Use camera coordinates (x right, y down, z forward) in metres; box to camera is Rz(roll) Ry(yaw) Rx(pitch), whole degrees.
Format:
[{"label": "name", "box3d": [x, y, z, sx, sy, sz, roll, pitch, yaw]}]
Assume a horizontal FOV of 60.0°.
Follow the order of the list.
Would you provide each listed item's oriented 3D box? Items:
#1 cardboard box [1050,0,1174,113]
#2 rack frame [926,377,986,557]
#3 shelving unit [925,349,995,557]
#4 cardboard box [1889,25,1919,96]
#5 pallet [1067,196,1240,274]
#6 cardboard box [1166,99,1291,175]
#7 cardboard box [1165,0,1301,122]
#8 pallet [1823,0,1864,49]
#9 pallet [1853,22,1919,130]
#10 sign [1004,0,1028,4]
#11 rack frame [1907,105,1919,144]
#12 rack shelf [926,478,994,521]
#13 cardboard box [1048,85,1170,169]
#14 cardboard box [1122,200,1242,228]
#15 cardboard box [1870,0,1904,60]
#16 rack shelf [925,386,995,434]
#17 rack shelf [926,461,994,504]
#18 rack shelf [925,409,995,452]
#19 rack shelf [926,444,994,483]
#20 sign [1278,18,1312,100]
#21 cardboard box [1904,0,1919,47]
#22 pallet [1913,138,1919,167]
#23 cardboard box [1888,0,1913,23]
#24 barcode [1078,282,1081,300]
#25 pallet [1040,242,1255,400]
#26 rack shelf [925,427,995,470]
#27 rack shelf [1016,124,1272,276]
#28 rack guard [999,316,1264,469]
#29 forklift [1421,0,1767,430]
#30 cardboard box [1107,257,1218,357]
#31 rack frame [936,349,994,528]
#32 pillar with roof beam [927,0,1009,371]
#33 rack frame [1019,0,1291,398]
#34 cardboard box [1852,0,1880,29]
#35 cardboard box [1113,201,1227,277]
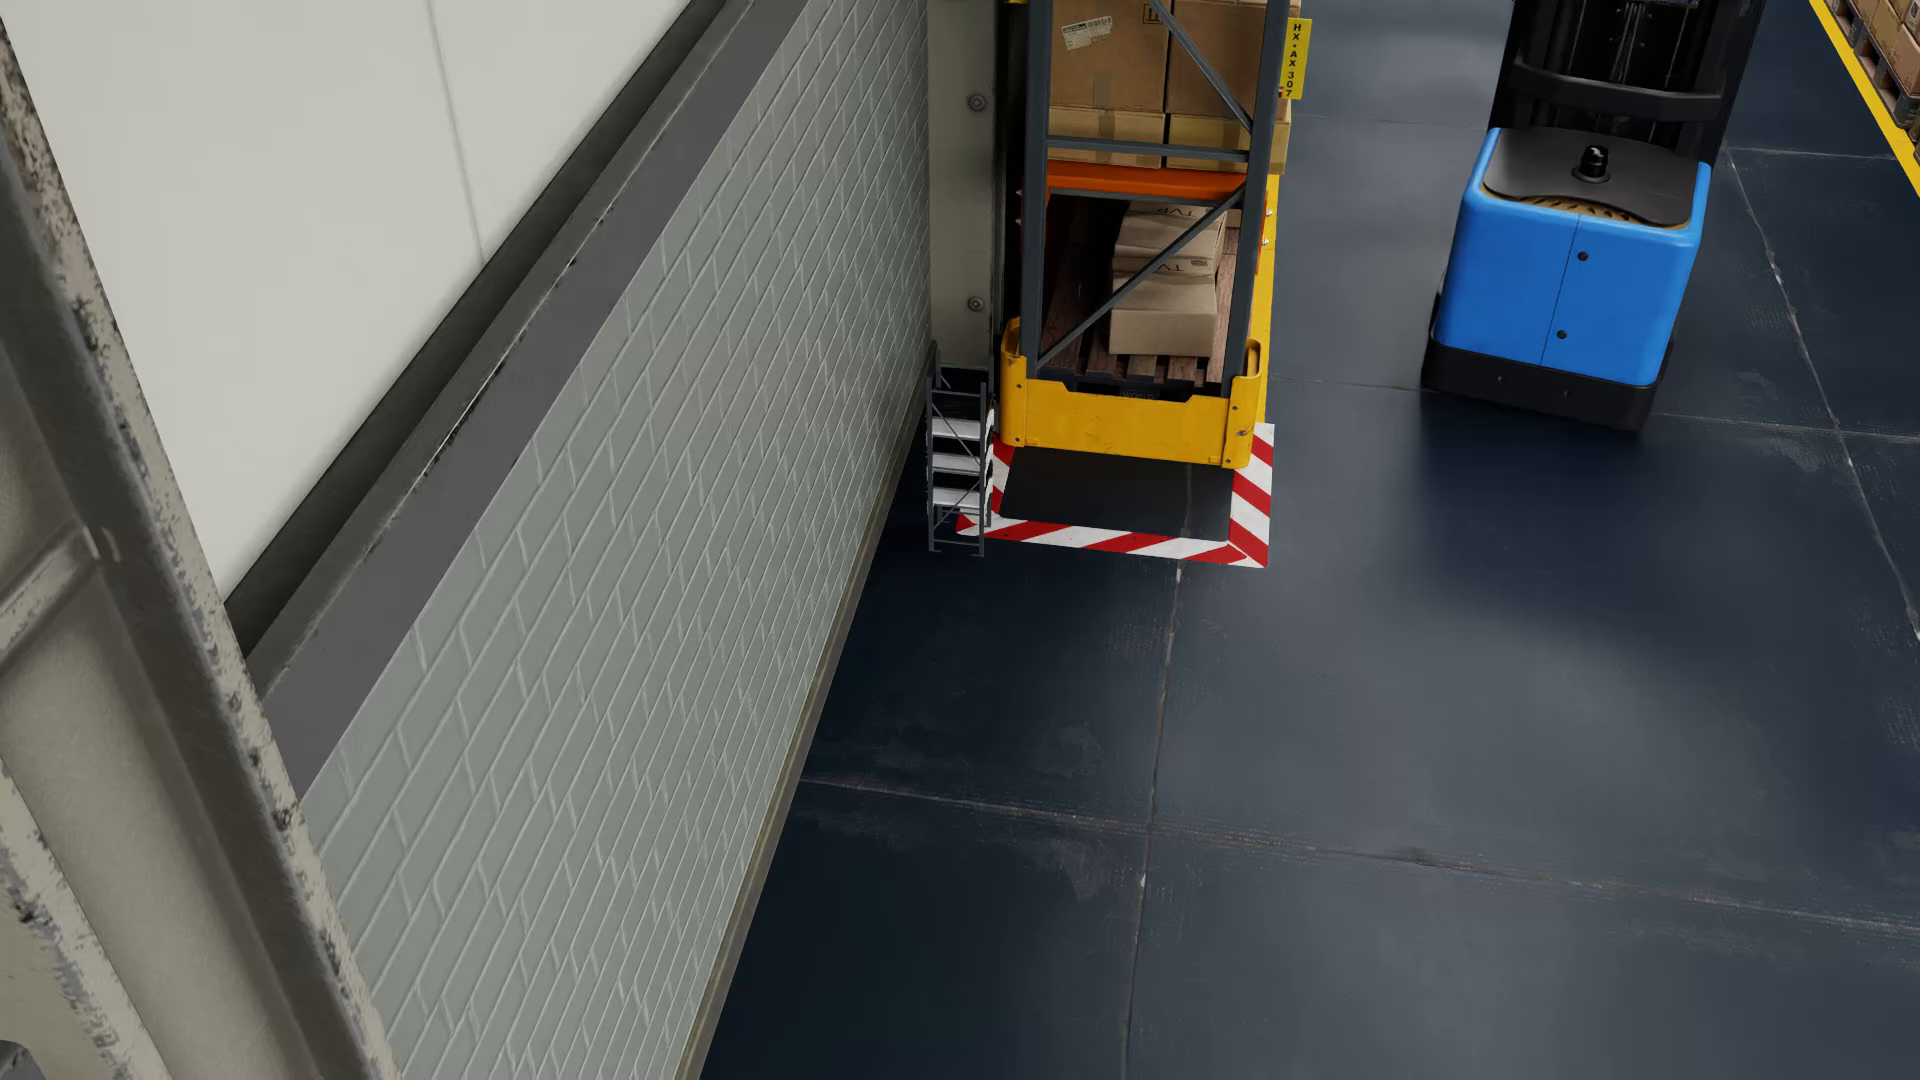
[{"label": "cardboard box", "box3d": [0.639, -2.159, 7.021, 0.500, 0.500, 0.500, 6, 40, 7]}, {"label": "rack frame", "box3d": [-0.016, -0.288, 6.892, 0.240, 0.900, 0.006, 6, 40, 8]}, {"label": "shelving unit", "box3d": [0.001, -0.352, 6.969, 0.258, 0.900, 0.210, 6, 40, 8]}, {"label": "cardboard box", "box3d": [6.125, -2.962, 10.306, 0.500, 0.250, 0.500, 6, 40, 7]}, {"label": "pallet", "box3d": [1.169, -1.843, 9.314, 1.003, 0.211, 1.213, 6, 40, 8]}, {"label": "cardboard box", "box3d": [1.164, -1.822, 7.201, 0.500, 0.250, 0.500, 5, 40, 6]}, {"label": "cardboard box", "box3d": [1.145, -2.106, 6.957, 0.500, 0.500, 0.500, 6, 40, 8]}, {"label": "pallet", "box3d": [6.637, -3.727, 11.592, 1.003, 0.211, 1.213, 6, 40, 8]}, {"label": "pallet", "box3d": [6.428, -2.959, 10.663, 1.003, 0.211, 1.213, 6, 40, 8]}, {"label": "sign", "box3d": [0.224, -2.243, 6.452, 0.100, 0.325, 0.005, 6, 40, 8]}, {"label": "rack frame", "box3d": [6.339, -3.567, 9.210, 1.000, 3.000, 0.127, 6, 40, 8]}, {"label": "rack shelf", "box3d": [0.001, -0.187, 7.105, 0.258, 0.077, 0.200, 6, 40, 8]}, {"label": "cardboard box", "box3d": [0.657, -1.865, 7.254, 0.500, 0.250, 0.500, 7, 40, 8]}, {"label": "cardboard box", "box3d": [1.250, -2.044, 8.984, 0.700, 0.500, 0.500, 4, 40, 5]}, {"label": "cardboard box", "box3d": [6.214, -3.279, 10.690, 0.500, 0.250, 0.500, 6, 40, 7]}, {"label": "rack shelf", "box3d": [0.001, -0.534, 6.818, 0.258, 0.077, 0.200, 6, 40, 8]}, {"label": "rack shelf", "box3d": [0.001, -0.257, 7.048, 0.258, 0.077, 0.200, 6, 40, 8]}, {"label": "rack shelf", "box3d": [0.001, -0.465, 6.876, 0.258, 0.077, 0.200, 6, 40, 8]}, {"label": "rack shelf", "box3d": [0.001, -0.326, 6.990, 0.258, 0.077, 0.200, 6, 40, 8]}, {"label": "sign", "box3d": [1.301, -1.875, 6.484, 0.100, 0.325, 0.005, 6, 40, 8]}, {"label": "cardboard box", "box3d": [6.126, -3.171, 10.120, 0.500, 0.311, 0.500, 6, 40, 8]}, {"label": "pallet", "box3d": [6.160, -1.998, 9.501, 1.003, 0.211, 1.213, 6, 40, 8]}, {"label": "cardboard box", "box3d": [6.210, -3.498, 10.516, 0.500, 0.311, 0.500, 7, 40, 9]}, {"label": "barcode", "box3d": [0.584, -1.217, 8.126, 0.001, 0.075, 0.075, 6, 40, 8]}, {"label": "pallet", "box3d": [0.955, -1.080, 8.390, 1.003, 0.211, 1.213, 6, 40, 8]}, {"label": "rack shelf", "box3d": [0.001, -0.395, 6.933, 0.258, 0.077, 0.200, 6, 40, 8]}, {"label": "rack shelf", "box3d": [1.113, -2.579, 8.579, 1.077, 0.370, 4.000, 6, 40, 8]}, {"label": "rack guard", "box3d": [0.780, -0.685, 7.686, 1.175, 0.500, 0.348, 6, 40, 8]}, {"label": "forklift", "box3d": [3.281, -2.584, 8.075, 1.130, 2.935, 3.031, 15, 42, 17]}, {"label": "cardboard box", "box3d": [0.975, -1.158, 8.062, 0.500, 0.311, 0.500, 2, 40, 3]}, {"label": "rack frame", "box3d": [0.019, -0.416, 7.046, 0.240, 0.900, 0.006, 6, 40, 8]}, {"label": "pillar with roof beam", "box3d": [4.276, -3.973, 4.993, 9.100, 9.000, 0.400, 6, 40, 8]}, {"label": "rack frame", "box3d": [0.767, -1.601, 6.832, 1.000, 3.000, 0.127, 6, 40, 8]}, {"label": "cardboard box", "box3d": [6.302, -3.600, 11.078, 0.500, 0.250, 0.500, 7, 40, 9]}, {"label": "cardboard box", "box3d": [1.074, -1.516, 8.495, 0.500, 0.311, 0.500, 10, 41, 11]}]
